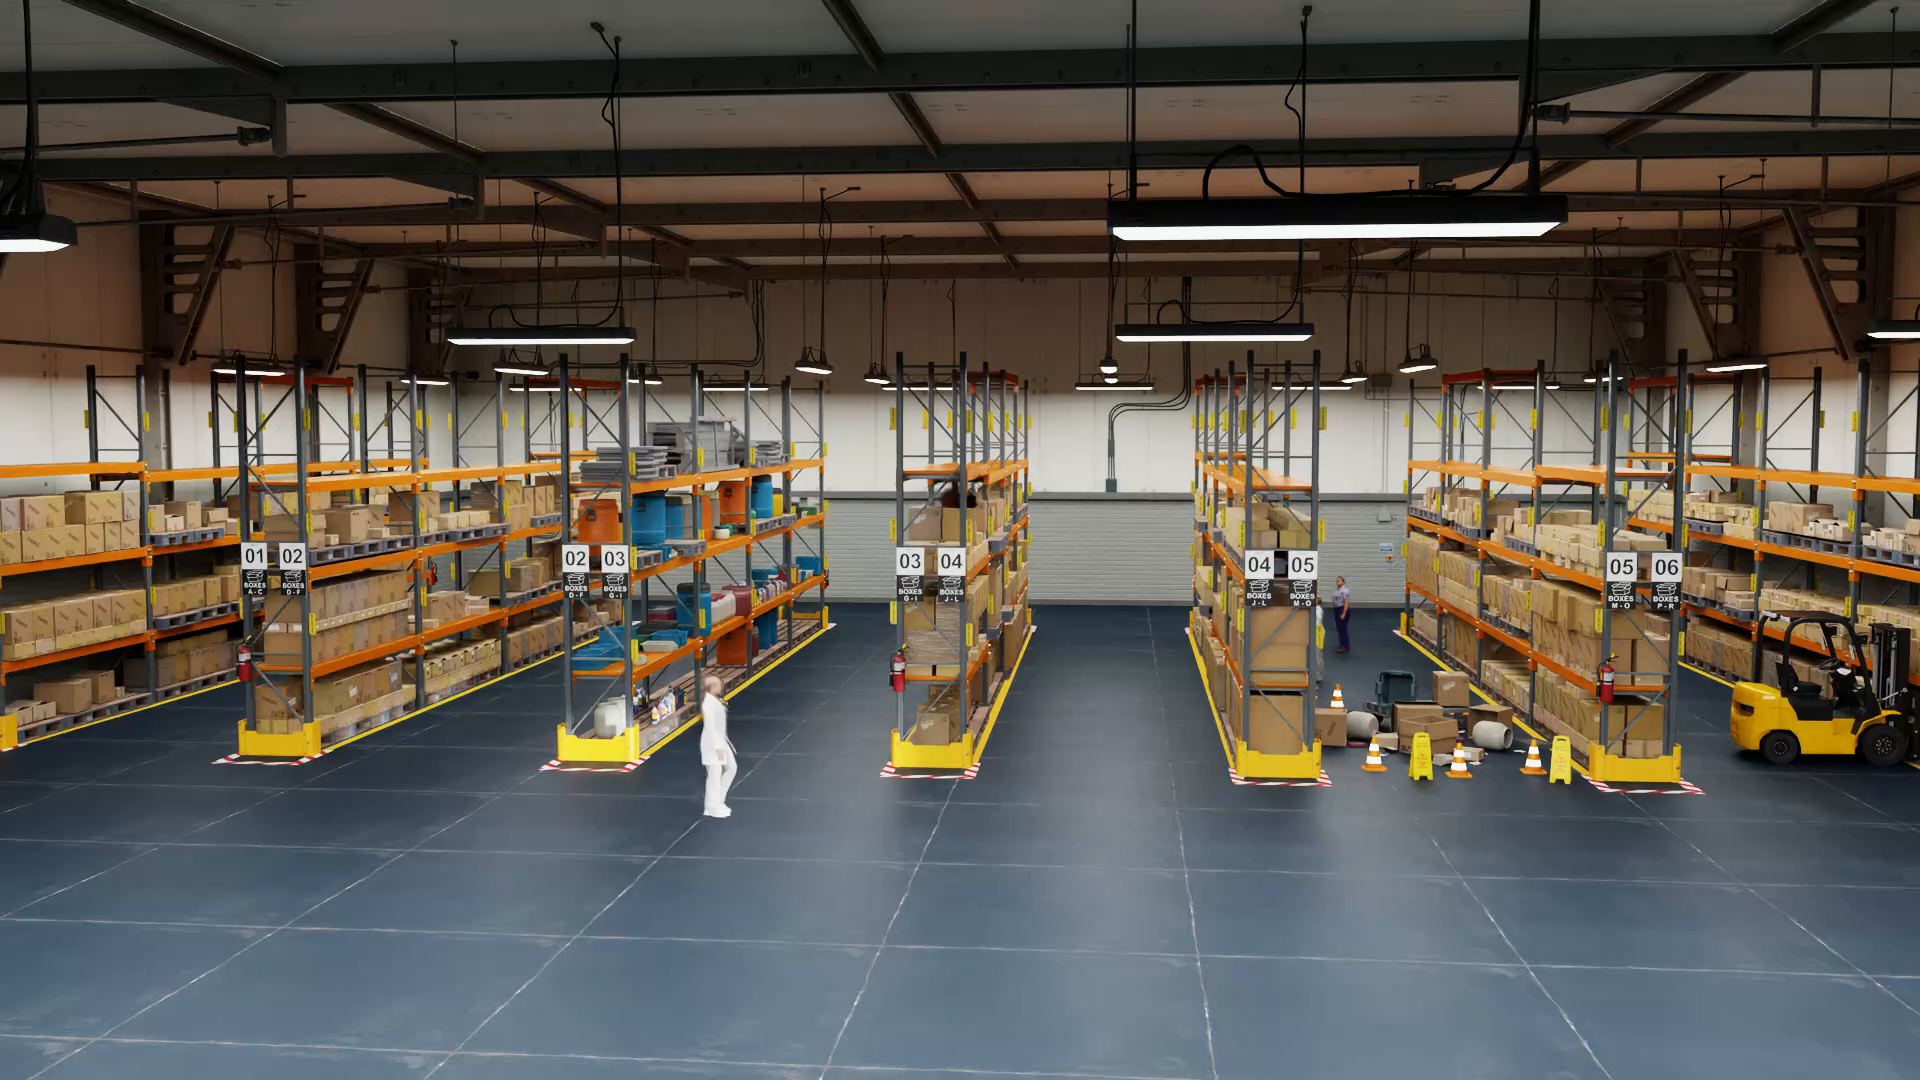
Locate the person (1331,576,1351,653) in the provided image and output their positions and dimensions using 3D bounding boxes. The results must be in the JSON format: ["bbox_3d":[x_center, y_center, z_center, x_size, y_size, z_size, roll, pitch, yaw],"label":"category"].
[{"bbox_3d":[8.276,1.607,36.152,0.372,1.653,0.501,0,4,-4],"label":"person"}]

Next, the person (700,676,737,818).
[{"bbox_3d":[-3.096,2.627,21.165,0.431,1.804,0.679,1,4,10],"label":"person"}]

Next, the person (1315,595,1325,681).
[{"bbox_3d":[6.863,1.886,32.067,0.359,1.682,0.493,2,4,21],"label":"person"}]
